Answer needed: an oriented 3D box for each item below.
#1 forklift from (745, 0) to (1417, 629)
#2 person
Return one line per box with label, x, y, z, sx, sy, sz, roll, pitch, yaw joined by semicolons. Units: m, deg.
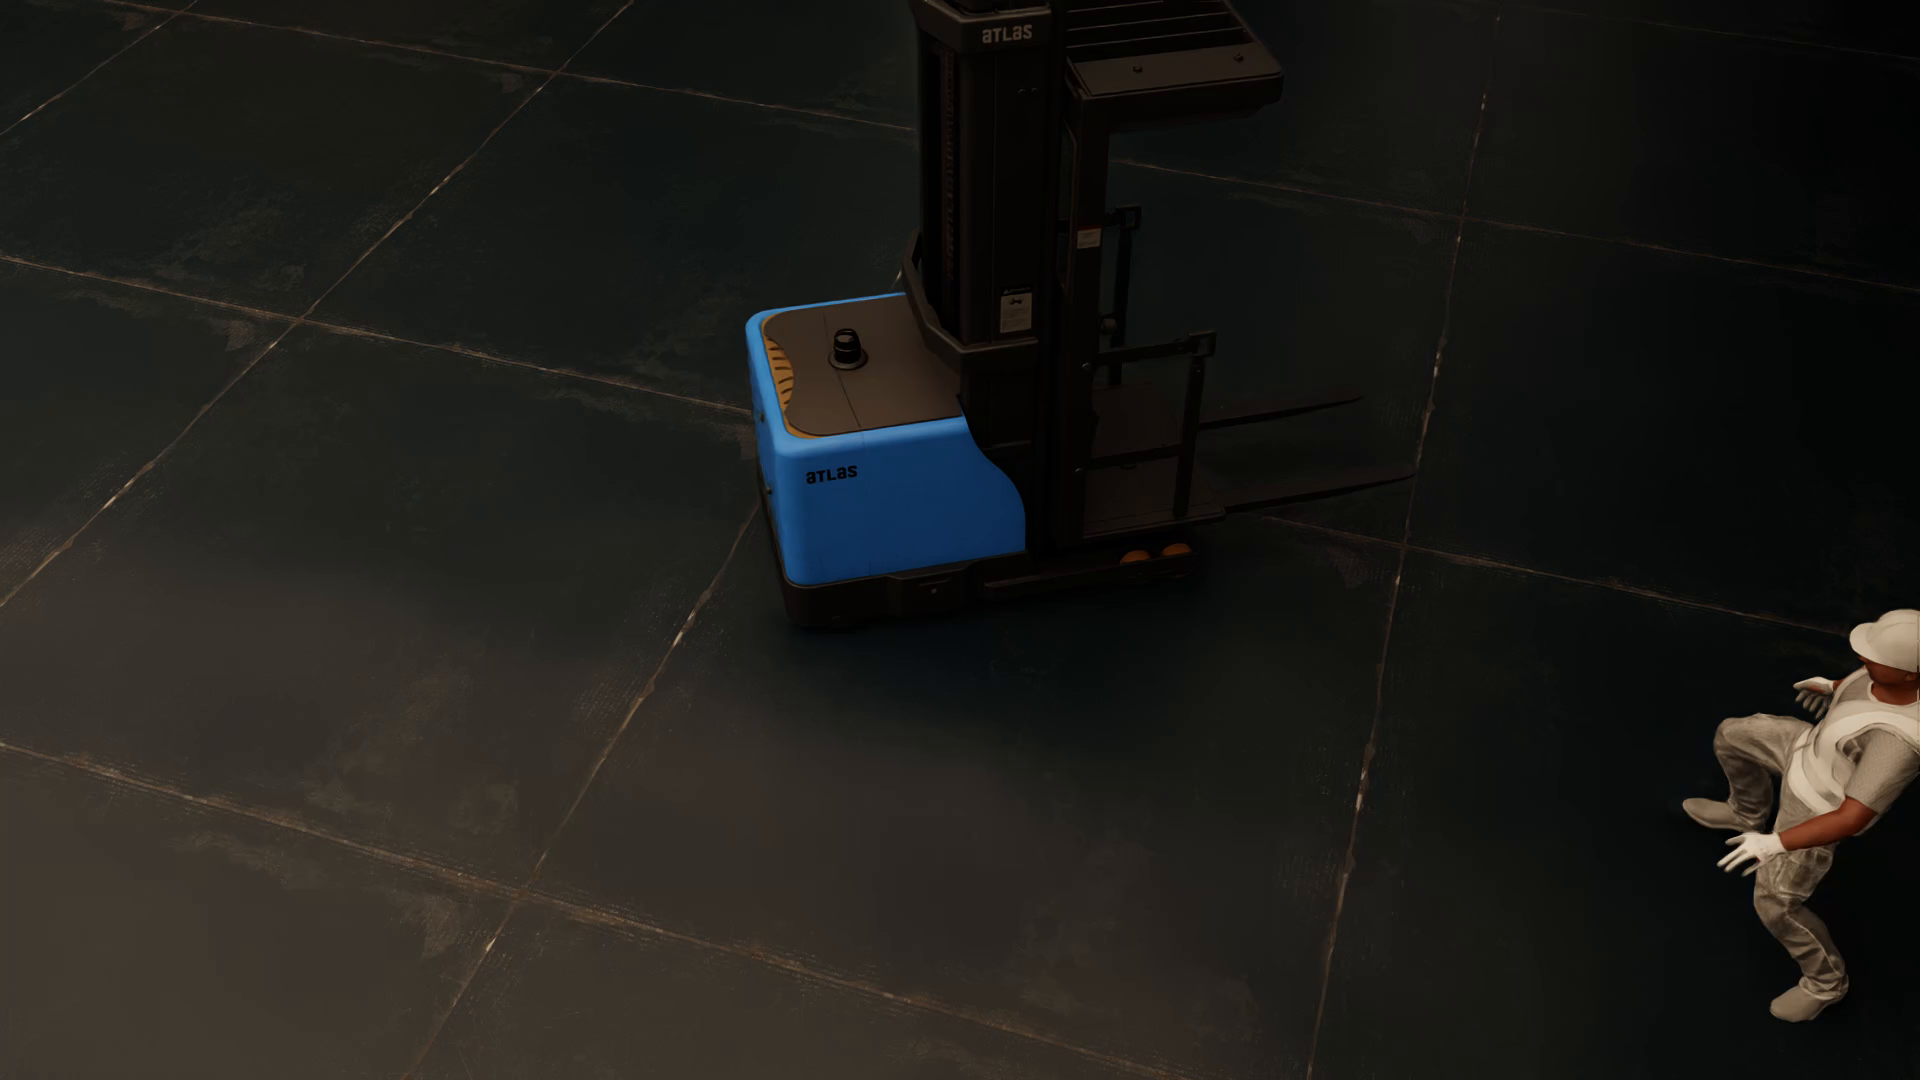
forklift;0.609;-1.208;6.988;3.031;2.935;1.130;-9;44;-10
person;3.003;0.842;5.757;0.691;1.645;1.018;20;46;20
